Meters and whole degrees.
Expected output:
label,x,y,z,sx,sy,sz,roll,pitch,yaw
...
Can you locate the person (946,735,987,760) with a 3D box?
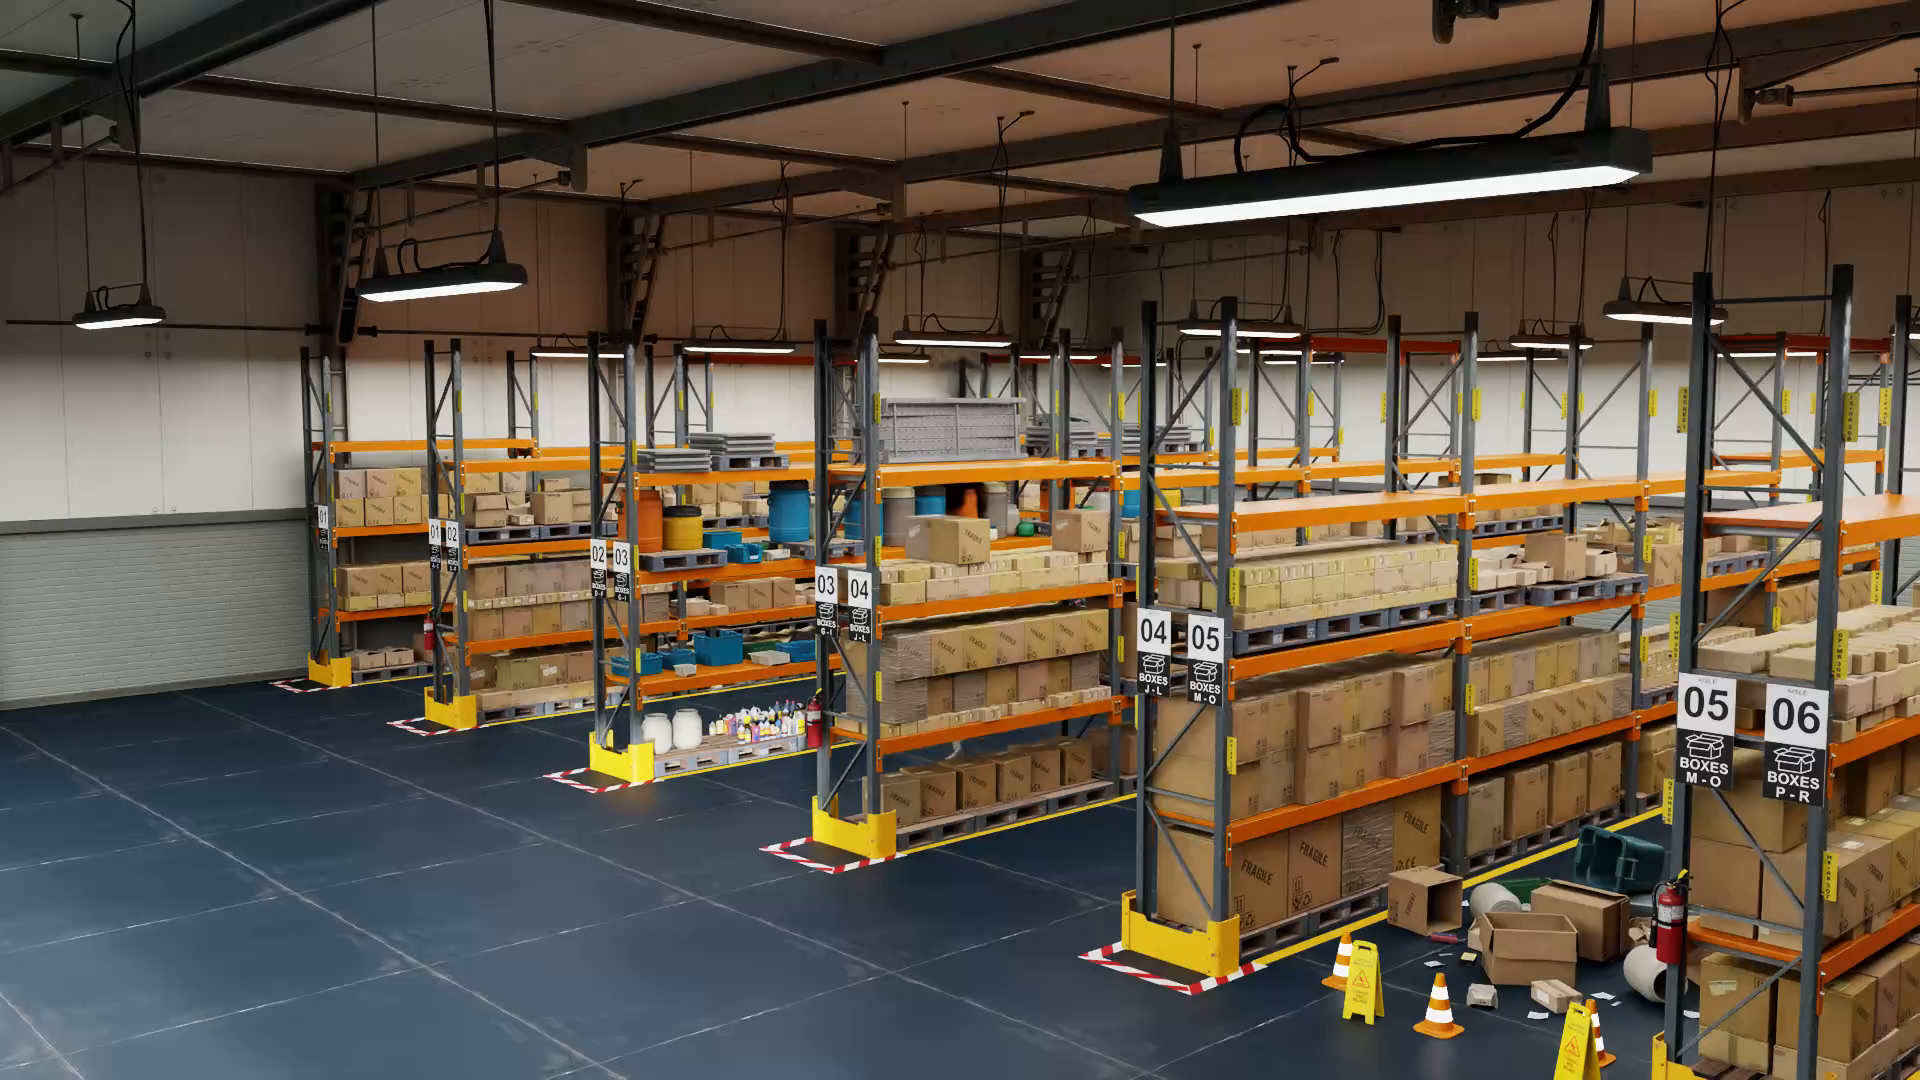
label,x,y,z,sx,sy,sz,roll,pitch,yaw
person,0.065,2.132,22.452,0.644,1.669,0.640,-5,7,-42
